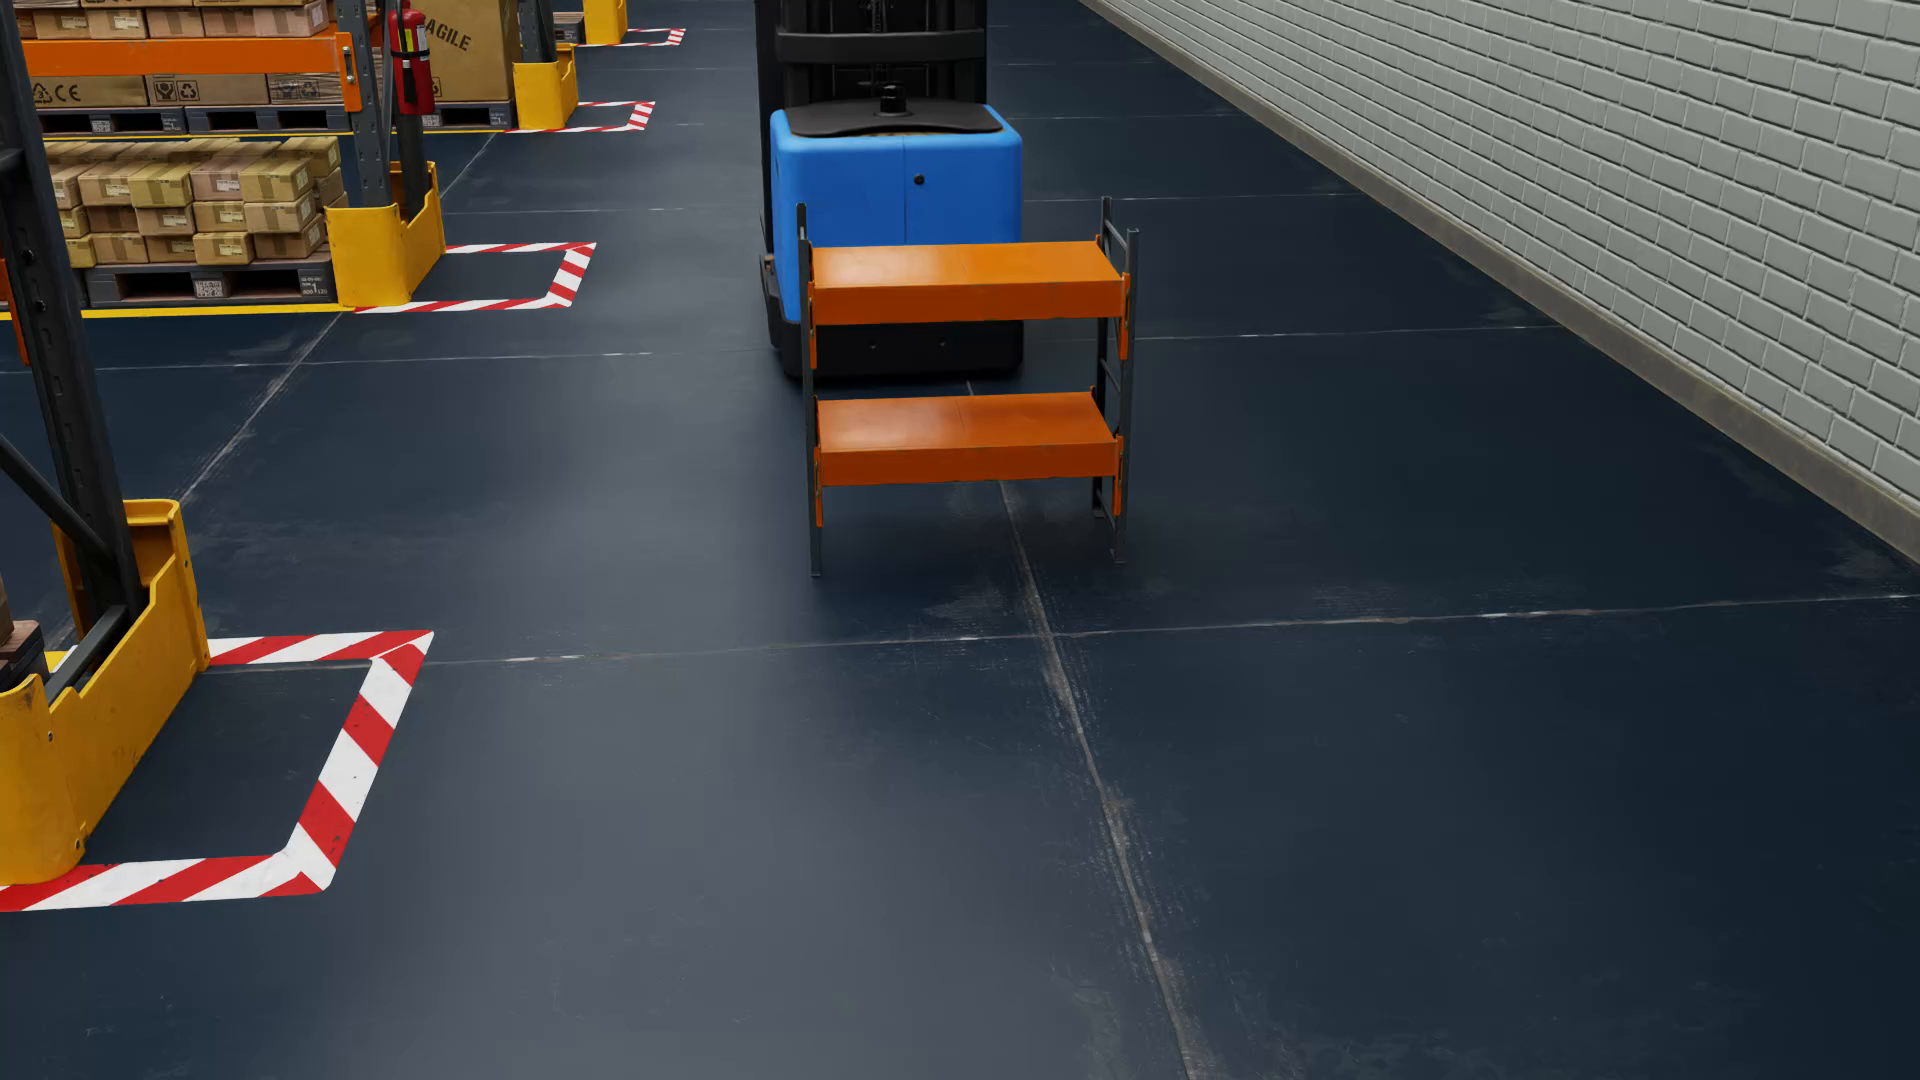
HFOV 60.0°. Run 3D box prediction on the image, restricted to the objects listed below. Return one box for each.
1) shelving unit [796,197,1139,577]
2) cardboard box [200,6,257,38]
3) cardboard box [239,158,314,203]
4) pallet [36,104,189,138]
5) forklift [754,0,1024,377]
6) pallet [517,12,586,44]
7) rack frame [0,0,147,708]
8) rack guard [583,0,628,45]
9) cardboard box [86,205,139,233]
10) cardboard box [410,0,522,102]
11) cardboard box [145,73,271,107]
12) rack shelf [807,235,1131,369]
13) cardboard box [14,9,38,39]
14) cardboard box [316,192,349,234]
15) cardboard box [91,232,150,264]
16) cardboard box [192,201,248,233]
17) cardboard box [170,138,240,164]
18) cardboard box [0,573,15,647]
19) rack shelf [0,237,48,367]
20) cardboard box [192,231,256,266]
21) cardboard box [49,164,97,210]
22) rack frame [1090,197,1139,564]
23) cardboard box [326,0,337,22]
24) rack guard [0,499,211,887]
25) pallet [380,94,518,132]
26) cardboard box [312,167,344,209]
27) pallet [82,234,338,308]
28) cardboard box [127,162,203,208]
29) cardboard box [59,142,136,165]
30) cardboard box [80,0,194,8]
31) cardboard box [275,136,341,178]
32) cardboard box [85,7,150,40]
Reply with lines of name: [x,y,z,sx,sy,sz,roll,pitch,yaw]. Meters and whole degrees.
shelving unit: [0.007,-0.514,5.522,1.048,1.125,0.538,-2,24,-5]
cardboard box: [-3.503,-2.550,8.103,0.250,0.149,0.380,-2,24,-5]
cardboard box: [-3.457,-1.824,8.422,0.250,0.149,0.380,-2,24,-5]
pallet: [-6.558,-3.360,13.051,1.213,0.211,1.003,-2,24,-5]
forklift: [-0.454,-2.604,8.001,1.130,2.935,3.031,-4,24,-8]
pallet: [-4.653,-5.506,17.878,1.213,0.211,1.003,-2,24,-5]
rack frame: [-2.368,-0.790,3.834,0.127,3.000,1.000,-2,24,-5]
rack guard: [-3.806,-5.662,17.872,0.348,0.500,1.175,-2,24,-5]
cardboard box: [-4.247,-1.685,8.474,0.250,0.149,0.380,-3,24,-6]
cardboard box: [-3.971,-3.959,13.062,0.875,0.875,0.875,-2,24,-5]
cardboard box: [-5.762,-3.887,12.901,0.875,0.875,0.875,-2,24,-5]
rack shelf: [0.007,-0.782,5.403,1.000,0.278,0.538,-2,24,-5]
cardboard box: [-4.542,-2.529,8.056,0.250,0.149,0.380,-3,24,-7]
cardboard box: [-3.508,-1.784,9.065,0.250,0.149,0.380,-2,24,-4]
cardboard box: [-4.220,-1.529,8.489,0.250,0.149,0.380,-2,24,-5]
cardboard box: [-3.718,-1.687,8.479,0.250,0.149,0.380,-3,24,-6]
cardboard box: [-4.036,-2.046,8.921,0.250,0.149,0.380,-2,24,-5]
cardboard box: [-3.015,0.256,4.119,0.875,0.438,0.875,-3,24,-7]
rack shelf: [-4.358,-0.381,3.801,4.000,0.370,1.077,-2,24,-5]
cardboard box: [-3.705,-1.519,8.468,0.250,0.149,0.380,-2,24,-4]
cardboard box: [-4.484,-1.758,8.272,0.250,0.149,0.380,-1,24,-3]
rack frame: [0.513,-0.535,5.568,0.032,1.125,0.500,-2,24,-5]
cardboard box: [-3.310,-2.792,8.647,0.250,0.149,0.380,-2,24,-6]
rack guard: [-2.344,0.351,4.344,0.348,0.500,1.175,-2,24,-5]
pallet: [-4.130,-3.458,13.270,1.213,0.211,1.003,-2,24,-5]
cardboard box: [-3.502,-1.895,8.946,0.250,0.149,0.380,-1,24,-3]
pallet: [-3.843,-1.491,8.846,1.213,0.211,1.003,-2,24,-5]
cardboard box: [-3.958,-1.776,8.313,0.250,0.149,0.380,-3,24,-6]
cardboard box: [-4.551,-1.996,8.807,0.250,0.149,0.380,-1,24,-3]
cardboard box: [-3.890,-2.828,7.930,0.500,0.500,0.500,-3,24,-6]
cardboard box: [-3.510,-2.064,8.962,0.250,0.149,0.380,-3,24,-8]
cardboard box: [-4.003,-2.514,8.023,0.250,0.149,0.380,-2,24,-4]
